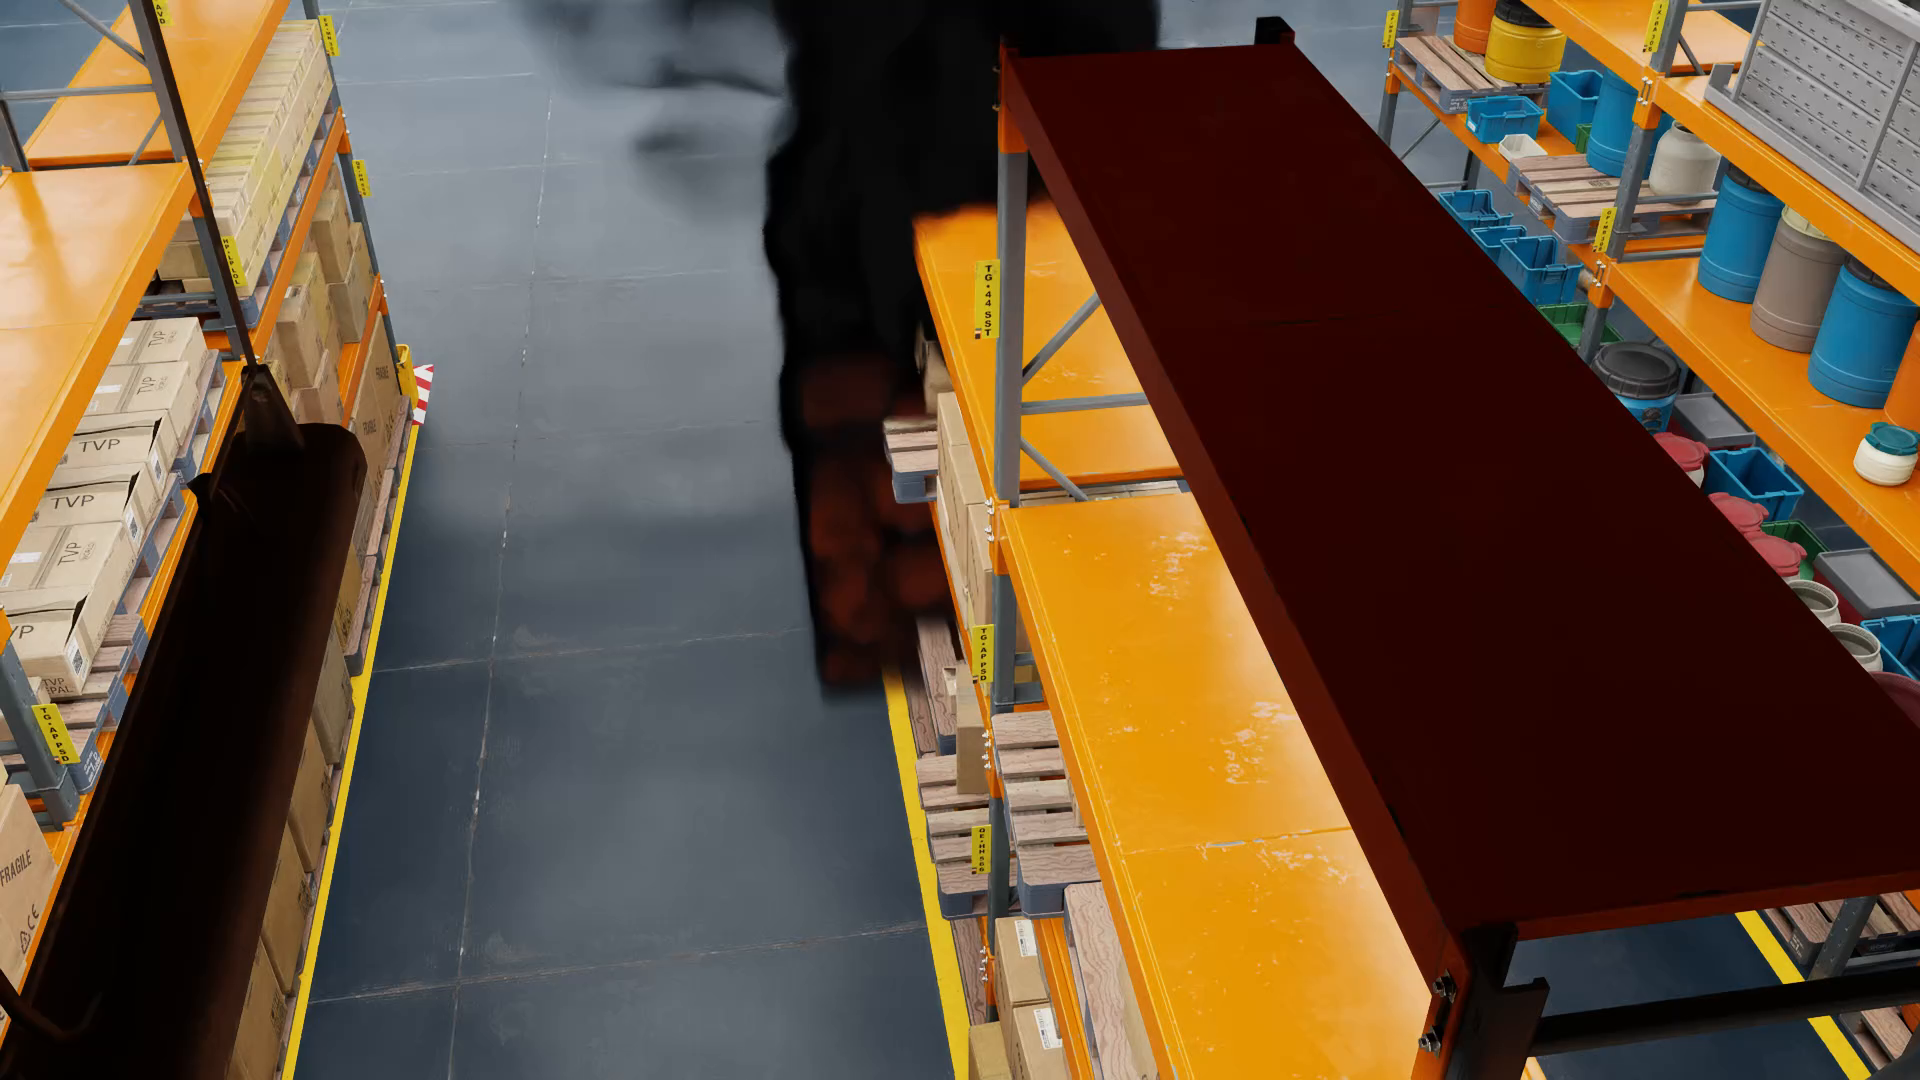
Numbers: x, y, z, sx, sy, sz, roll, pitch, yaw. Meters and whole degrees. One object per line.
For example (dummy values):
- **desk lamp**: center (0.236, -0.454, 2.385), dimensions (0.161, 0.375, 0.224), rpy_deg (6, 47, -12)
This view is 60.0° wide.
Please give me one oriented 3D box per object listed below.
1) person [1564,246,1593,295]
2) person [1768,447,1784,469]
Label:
- **person**: center (5.869, -2.809, 15.409), dimensions (0.639, 1.747, 0.999), rpy_deg (-10, 38, -13)
- **person**: center (6.487, -1.226, 13.309), dimensions (0.617, 1.797, 0.698), rpy_deg (-3, 36, -4)
